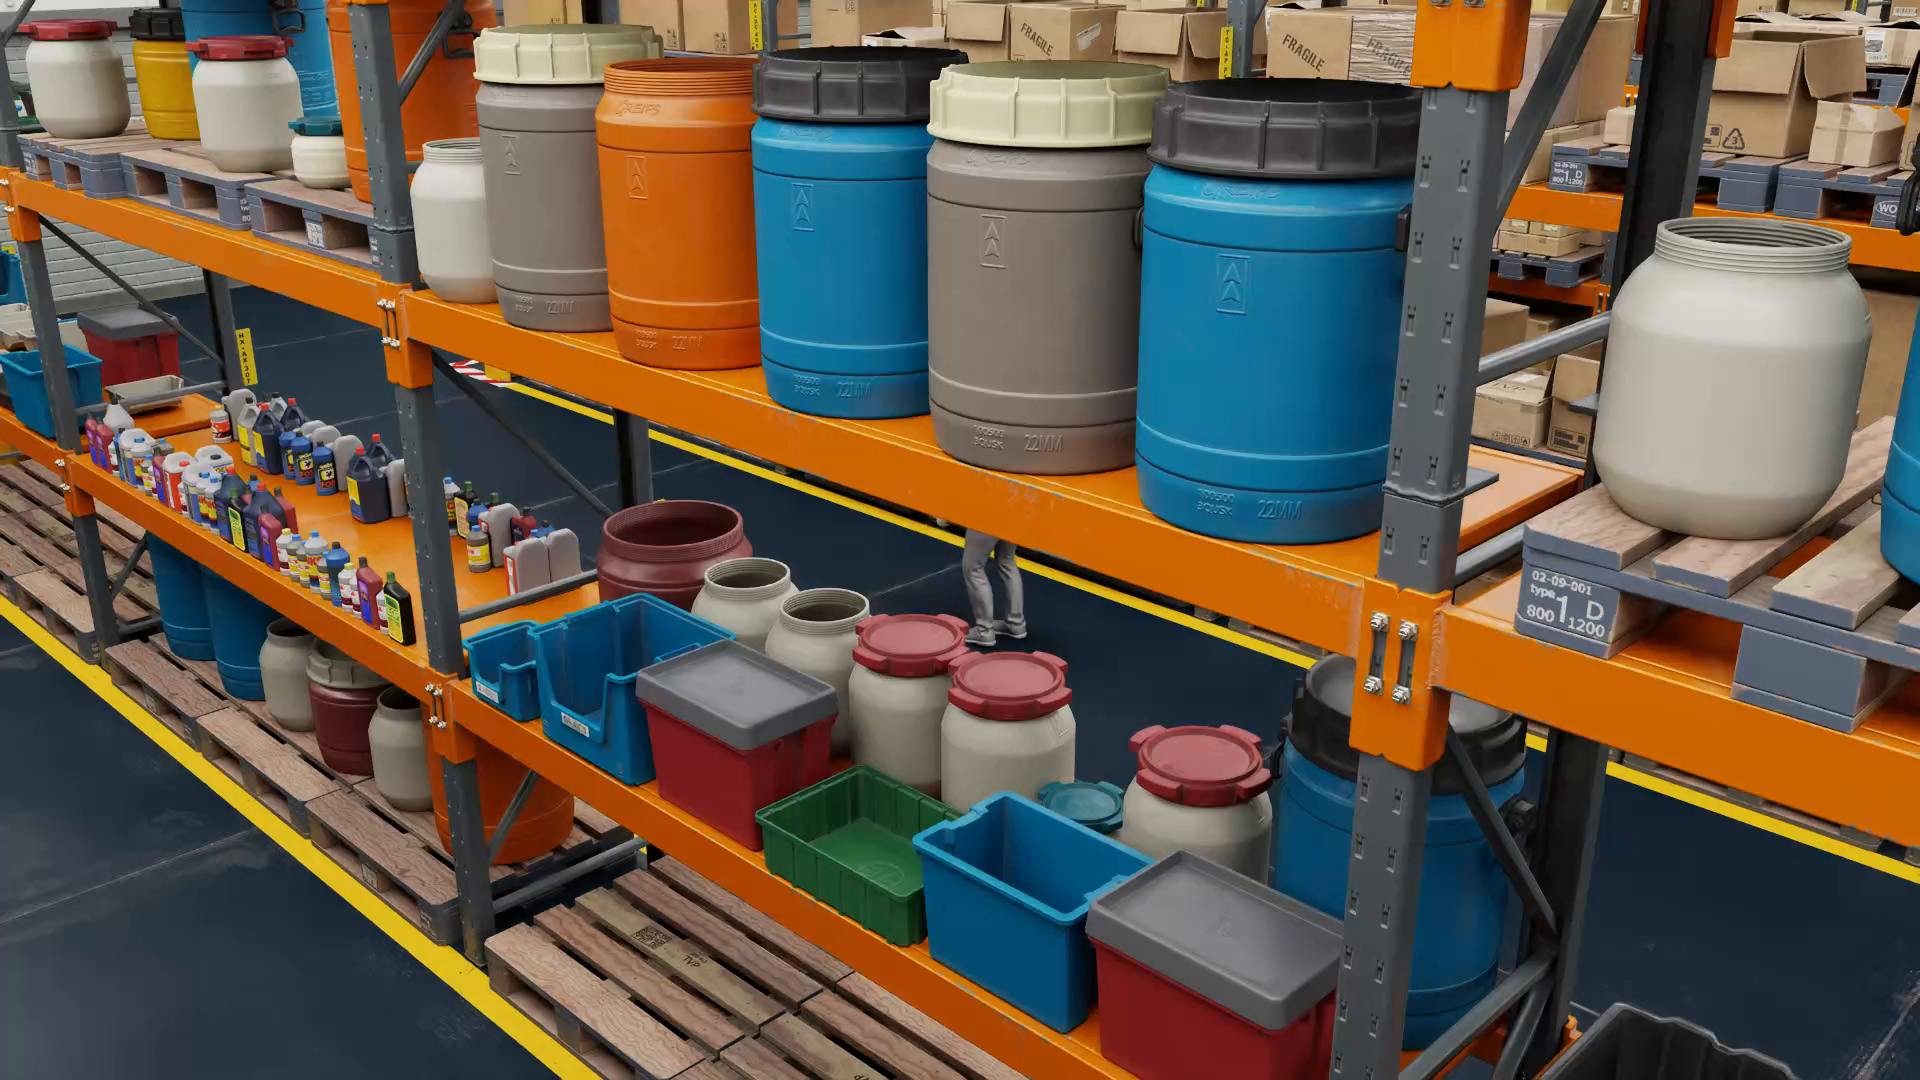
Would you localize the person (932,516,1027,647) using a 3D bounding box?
[{"bbox_3d":[0.132,-0.163,9.634,0.588,1.584,0.413,18,27,40],"label":"person"}]
